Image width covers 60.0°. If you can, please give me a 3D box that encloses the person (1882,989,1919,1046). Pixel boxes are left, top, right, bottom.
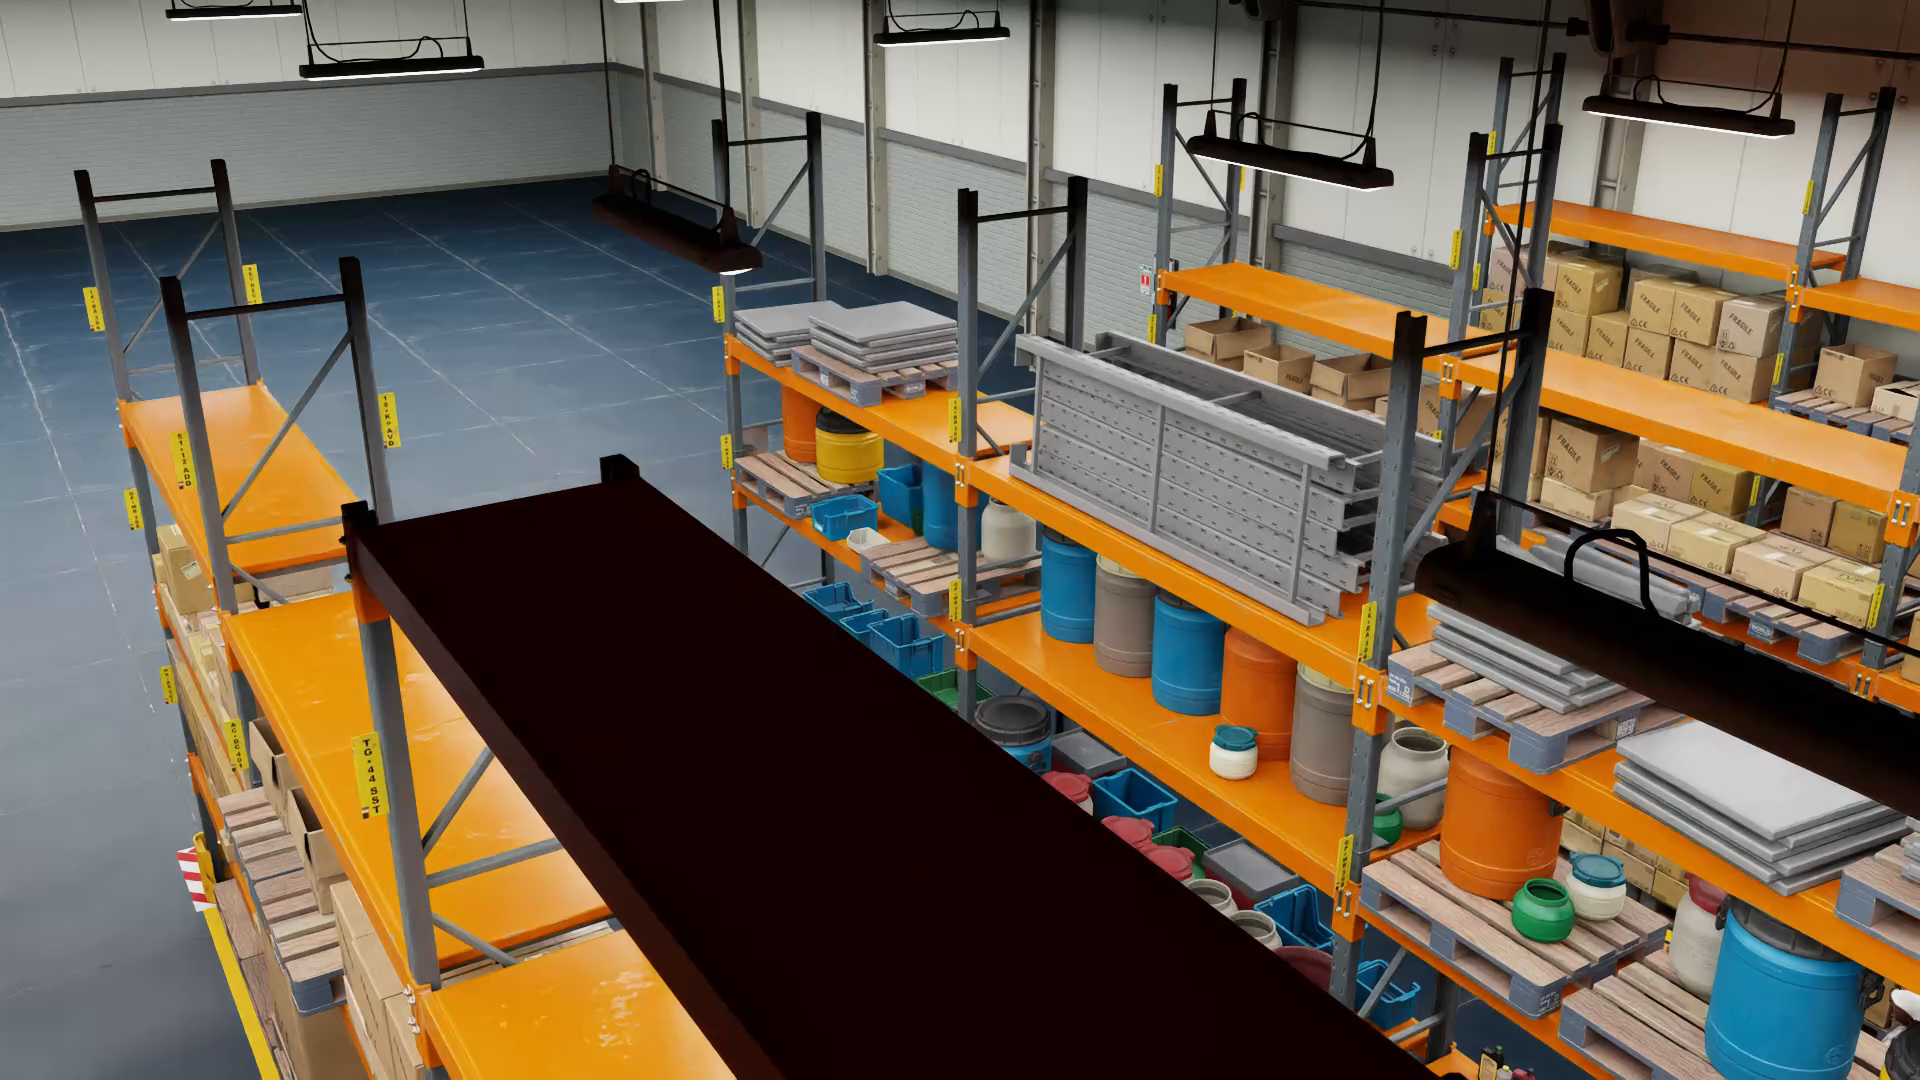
[{"bbox_3d":[5.802,3.496,10.365,0.604,1.714,1.093,-15,26,-33],"label":"person"}]
